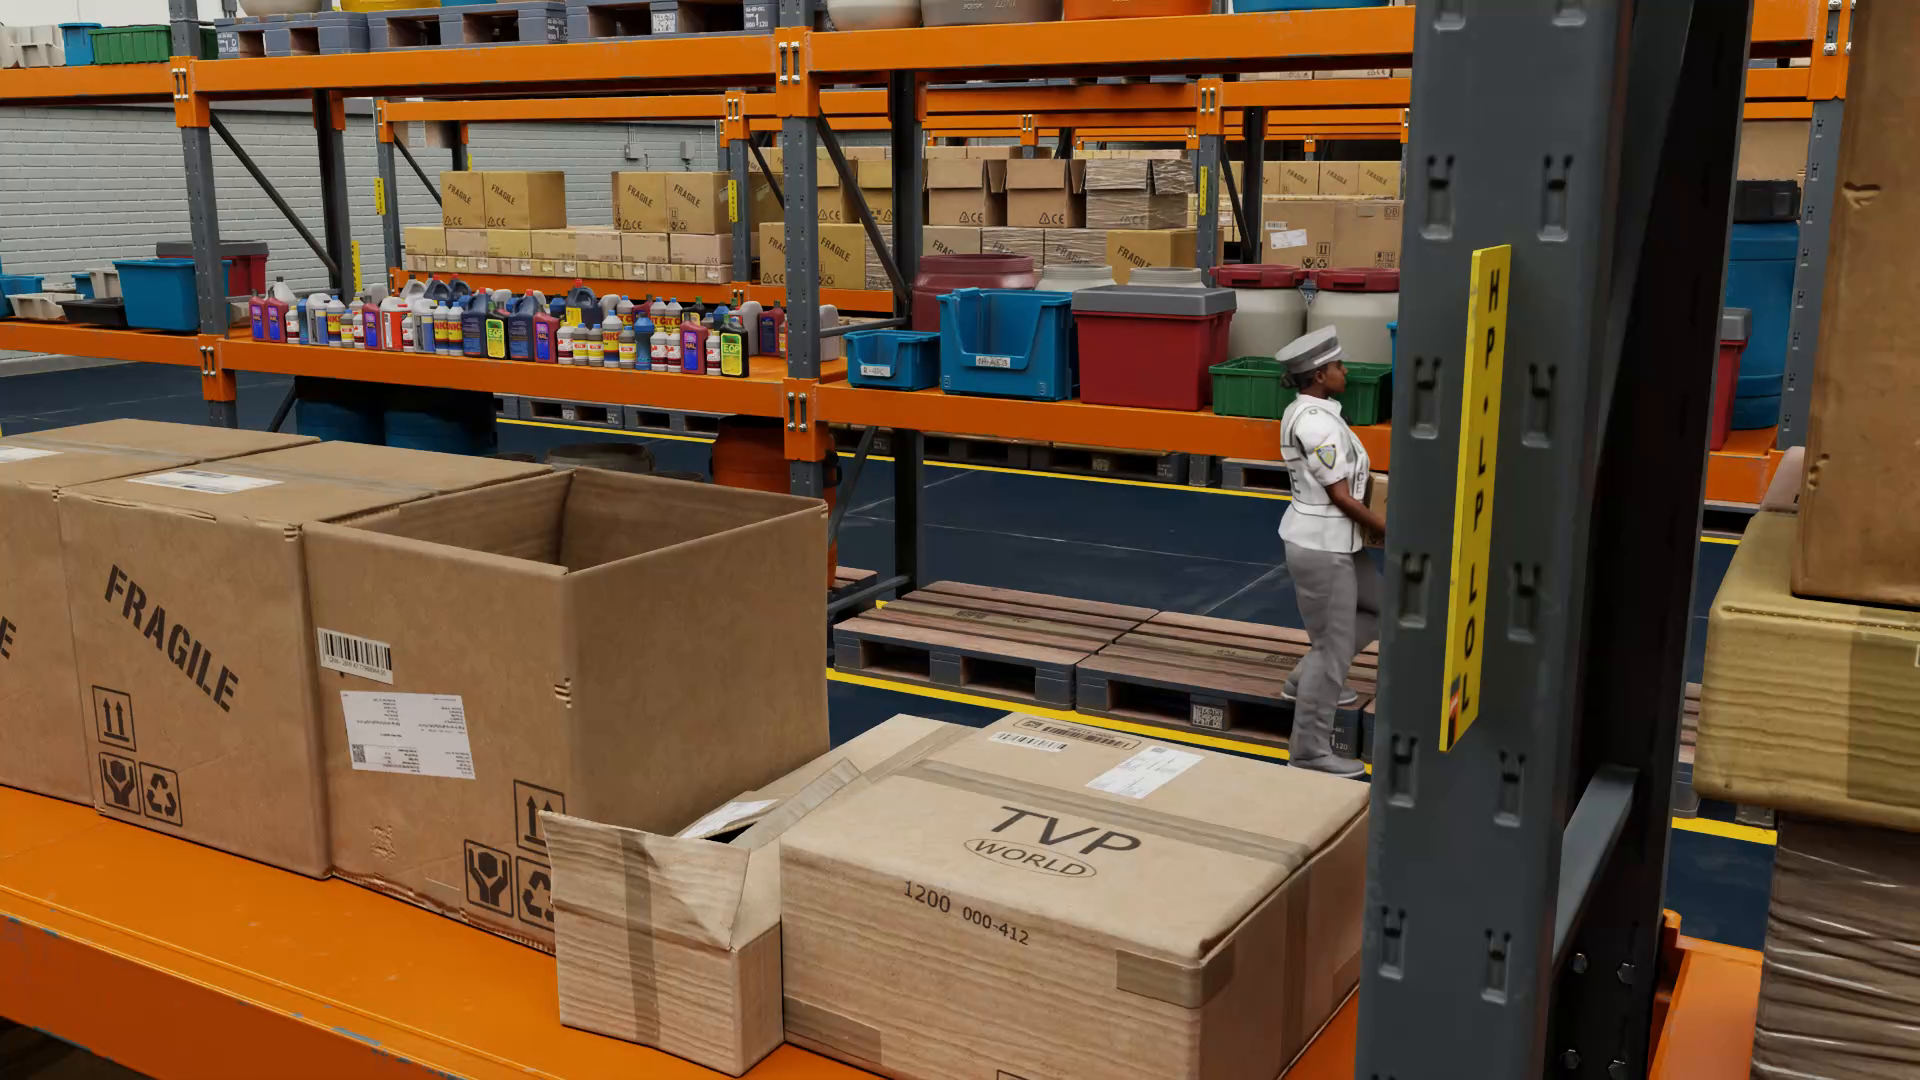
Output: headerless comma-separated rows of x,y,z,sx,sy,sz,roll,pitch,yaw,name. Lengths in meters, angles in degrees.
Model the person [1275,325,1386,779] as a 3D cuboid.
1.432,0.039,6.249,0.542,1.687,0.459,1,13,5,person
